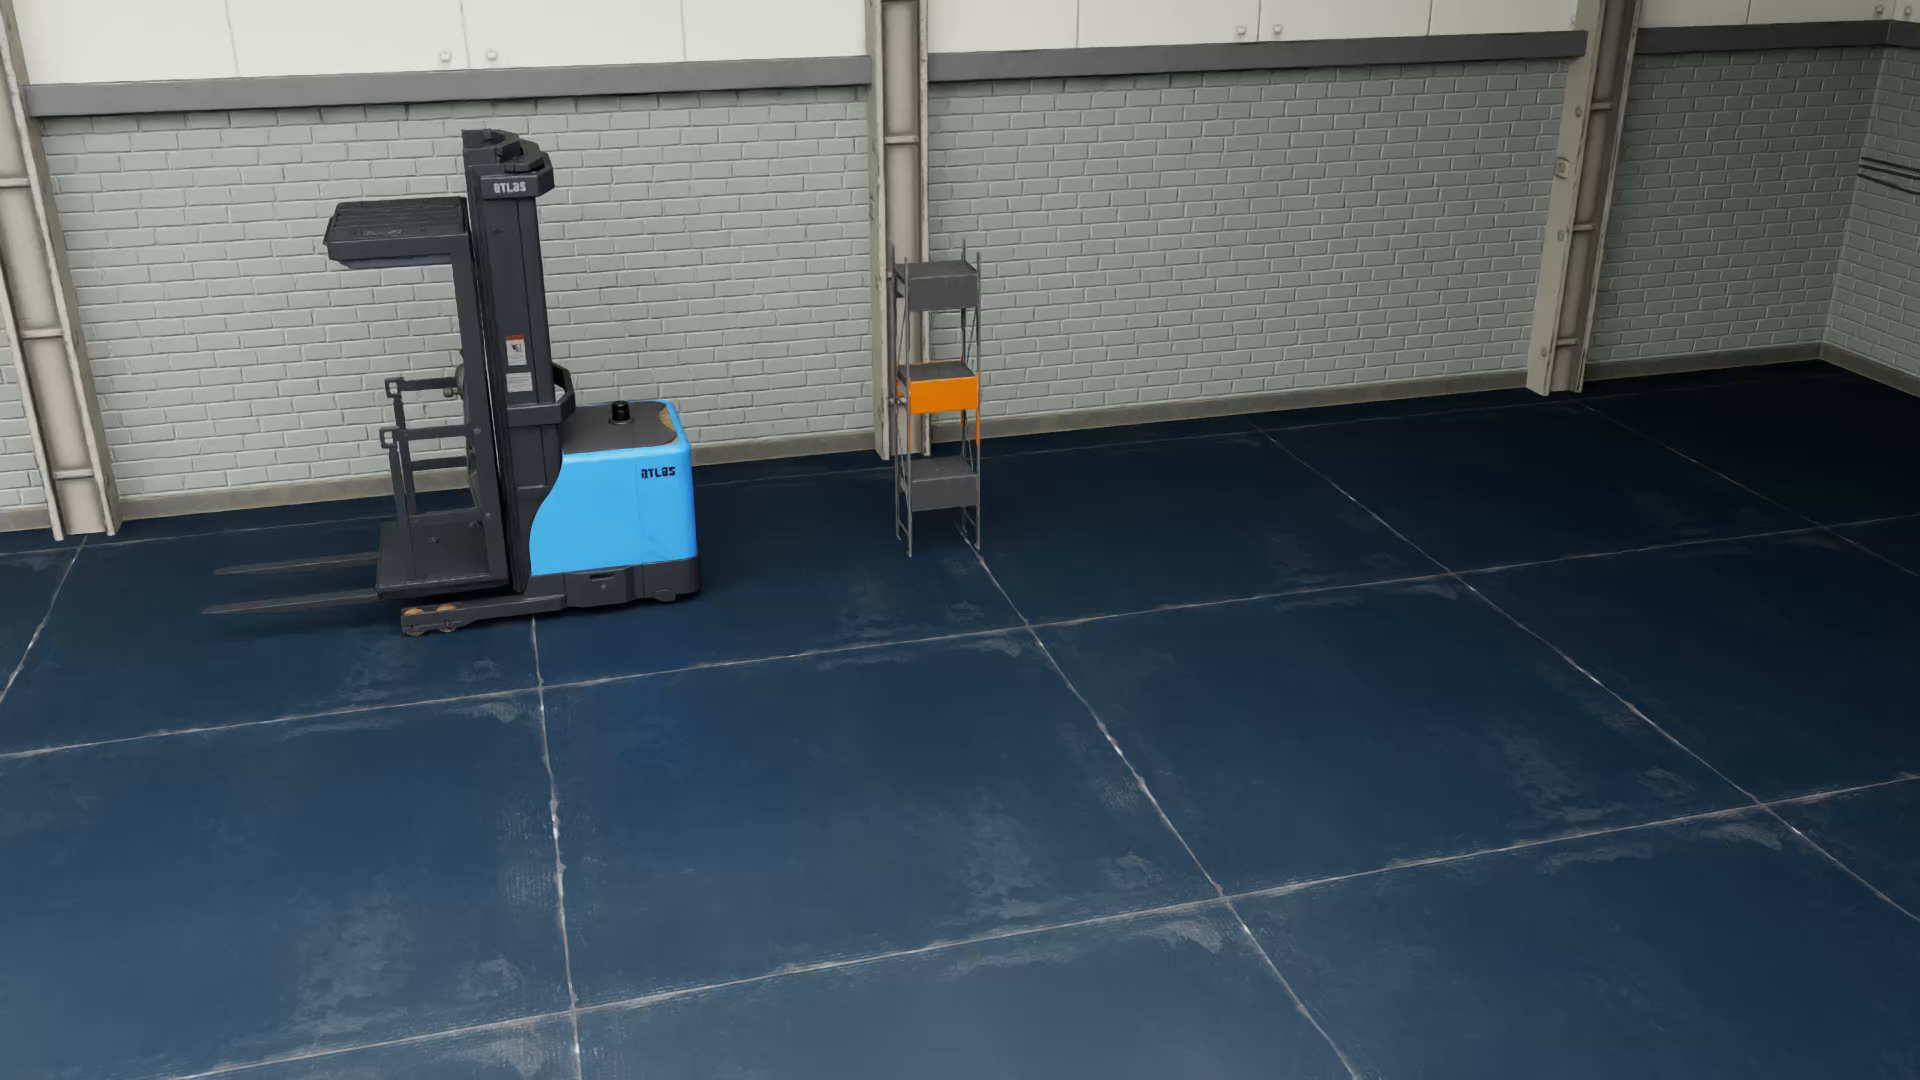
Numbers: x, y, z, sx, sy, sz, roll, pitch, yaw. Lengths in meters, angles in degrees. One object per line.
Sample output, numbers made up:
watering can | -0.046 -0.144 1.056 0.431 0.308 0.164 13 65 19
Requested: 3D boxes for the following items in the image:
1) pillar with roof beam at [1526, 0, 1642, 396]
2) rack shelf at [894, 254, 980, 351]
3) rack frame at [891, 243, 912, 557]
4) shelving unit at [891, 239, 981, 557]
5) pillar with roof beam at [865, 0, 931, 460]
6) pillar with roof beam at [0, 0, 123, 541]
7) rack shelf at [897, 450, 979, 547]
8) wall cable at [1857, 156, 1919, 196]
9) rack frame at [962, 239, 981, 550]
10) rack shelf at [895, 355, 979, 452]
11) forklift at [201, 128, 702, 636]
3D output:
pillar with roof beam | 6.475 -3.854 9.319 0.400 9.000 9.100 -6 24 -14
rack shelf | -0.159 -1.578 11.024 0.480 0.518 0.431 -6 24 -14
rack frame | -0.394 -0.921 11.234 0.015 2.100 0.400 -6 24 -14
shelving unit | -0.159 -0.947 11.295 0.503 2.100 0.431 -6 24 -14
pillar with roof beam | 0.698 -3.215 7.830 0.400 9.000 9.100 -6 24 -14
pillar with roof beam | -5.079 -2.576 6.340 0.400 9.000 9.100 -6 24 -14
rack shelf | -0.159 -0.291 11.576 0.480 0.518 0.431 -6 24 -14
wall cable | 8.506 -3.873 13.302 0.112 2.526 3.097 -6 24 -14
rack frame | 0.076 -0.973 11.355 0.015 2.100 0.400 -6 24 -14
rack shelf | -0.159 -0.935 11.300 0.480 0.518 0.431 -6 24 -14
forklift | -3.262 -0.983 10.323 3.031 2.935 1.130 -6 24 -15
